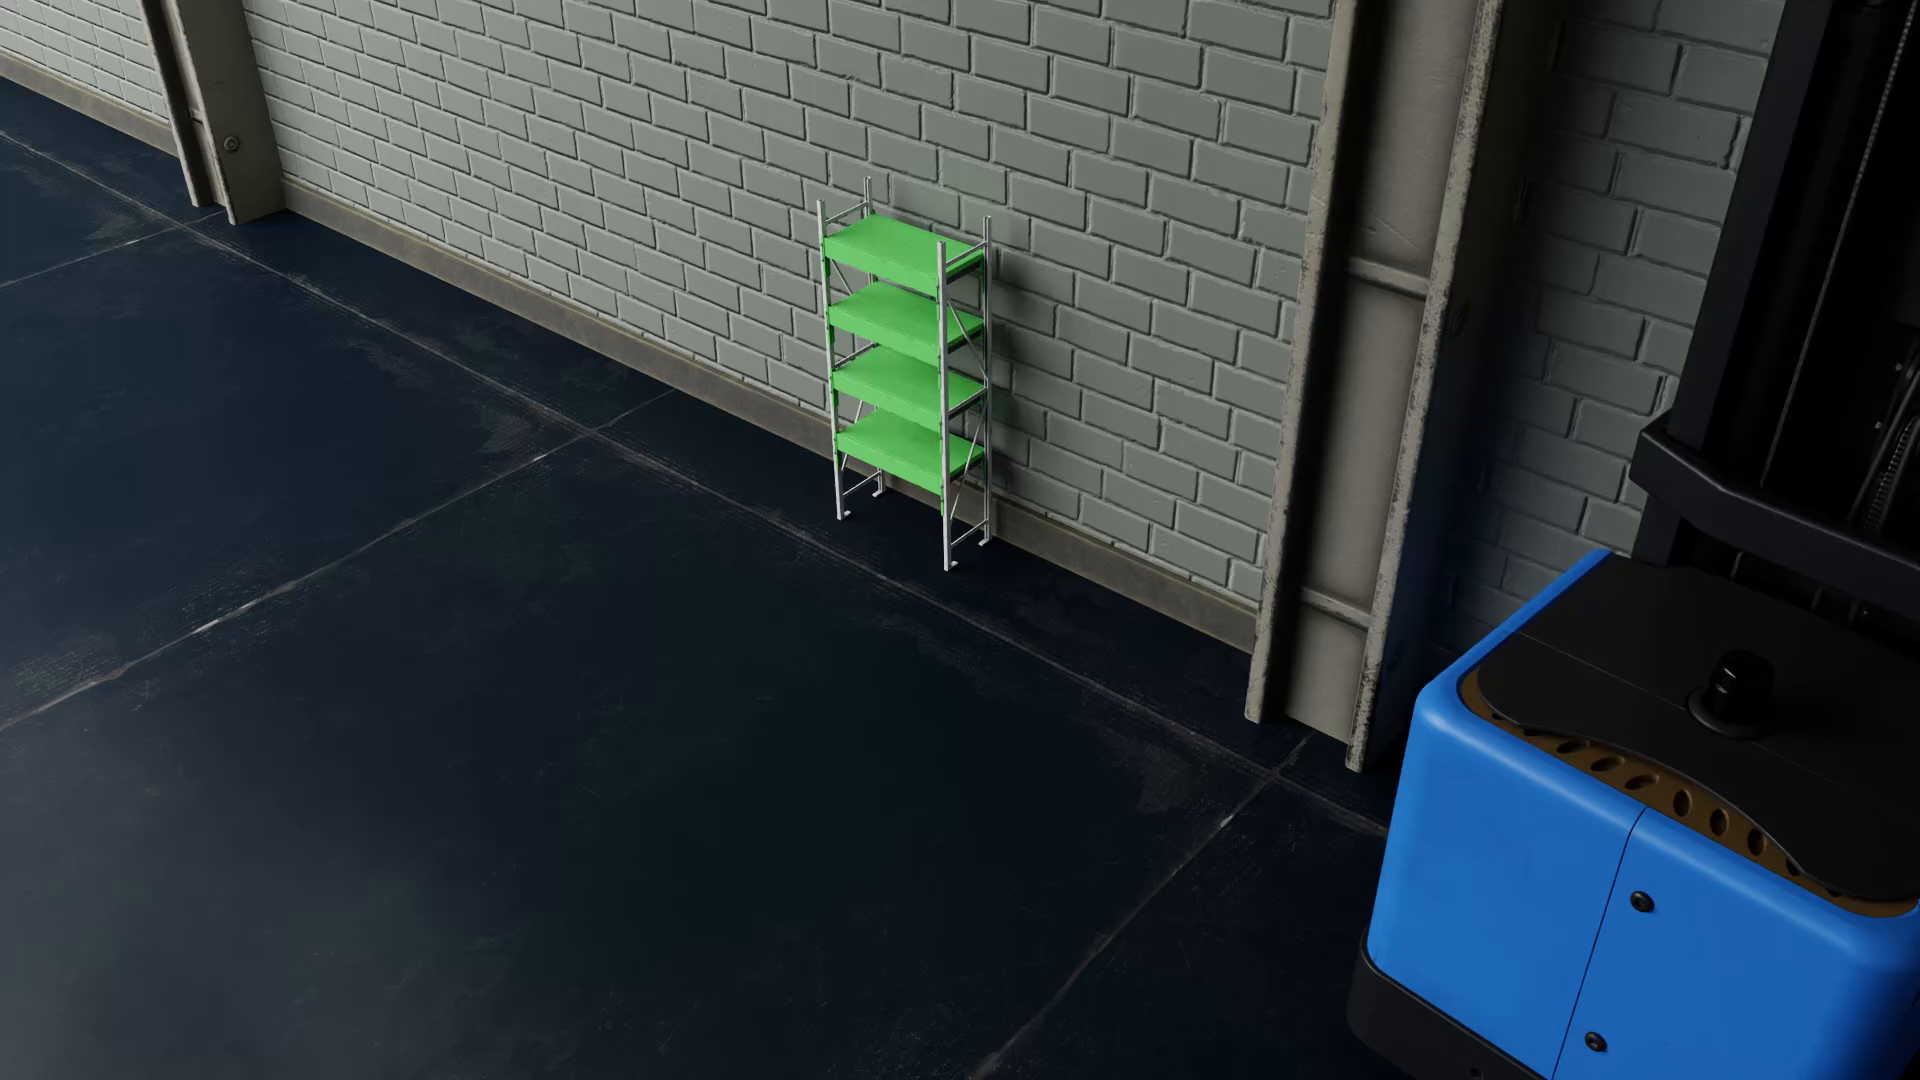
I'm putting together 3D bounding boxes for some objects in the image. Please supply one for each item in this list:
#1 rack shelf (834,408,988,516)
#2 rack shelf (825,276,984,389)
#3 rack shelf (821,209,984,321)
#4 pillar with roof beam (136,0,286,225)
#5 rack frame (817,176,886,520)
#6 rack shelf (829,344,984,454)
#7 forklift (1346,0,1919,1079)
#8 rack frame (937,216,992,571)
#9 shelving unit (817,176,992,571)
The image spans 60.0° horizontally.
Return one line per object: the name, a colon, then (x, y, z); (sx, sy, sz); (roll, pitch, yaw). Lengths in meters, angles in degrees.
rack shelf: (-0.164, -0.281, 5.631); (0.480, 0.148, 0.258); (25, 43, 31)
rack shelf: (-0.169, -0.672, 5.354); (0.480, 0.148, 0.258); (25, 43, 31)
rack shelf: (-0.172, -0.868, 5.215); (0.480, 0.148, 0.258); (25, 43, 31)
pillar with roof beam: (-6.266, -3.476, 2.863); (0.400, 9.000, 9.100); (25, 42, 32)
rack frame: (-0.356, -0.616, 5.583); (0.015, 1.200, 0.240); (25, 43, 31)
rack shelf: (-0.167, -0.476, 5.492); (0.480, 0.148, 0.258); (25, 43, 31)
forklift: (2.325, -0.397, 3.739); (3.031, 2.935, 1.130); (-29, 44, -35)
rack frame: (0.022, -0.441, 5.328); (0.015, 1.200, 0.240); (25, 43, 31)
shelving unit: (-0.167, -0.529, 5.455); (0.503, 1.200, 0.258); (25, 43, 31)
